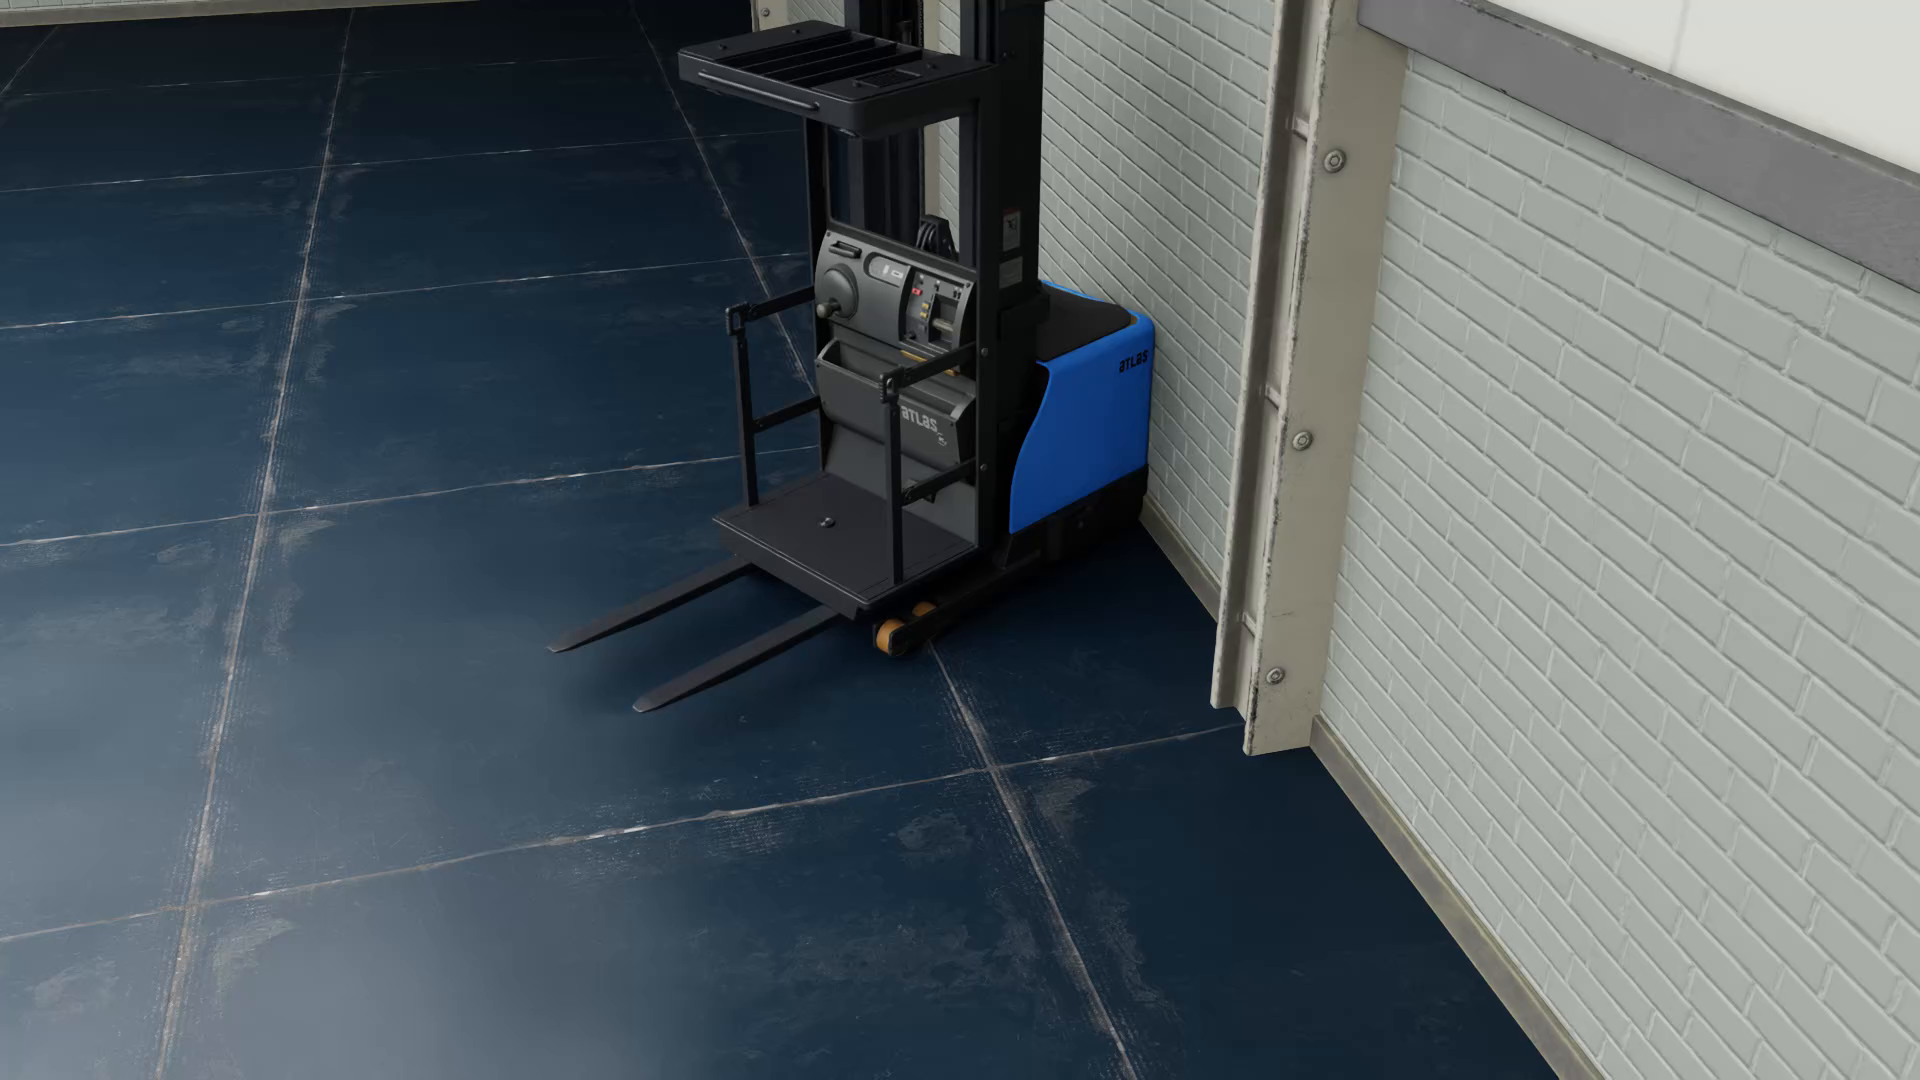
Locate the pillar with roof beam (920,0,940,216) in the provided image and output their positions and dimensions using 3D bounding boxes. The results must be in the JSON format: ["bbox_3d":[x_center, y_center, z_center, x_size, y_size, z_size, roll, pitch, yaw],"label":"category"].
[{"bbox_3d":[-4.481,-5.460,8.700,9.100,9.000,0.400,-8,31,-13],"label":"pillar with roof beam"}]

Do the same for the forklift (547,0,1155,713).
[{"bbox_3d":[-0.444,-1.044,7.129,1.130,2.935,3.031,26,39,38],"label":"forklift"}]

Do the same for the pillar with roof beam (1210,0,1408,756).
[{"bbox_3d":[-2.889,-2.562,3.694,9.100,9.000,0.400,-8,31,-13],"label":"pillar with roof beam"}]

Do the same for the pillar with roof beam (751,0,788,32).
[{"bbox_3d":[-6.074,-8.358,13.707,9.100,9.000,0.400,-8,31,-13],"label":"pillar with roof beam"}]
